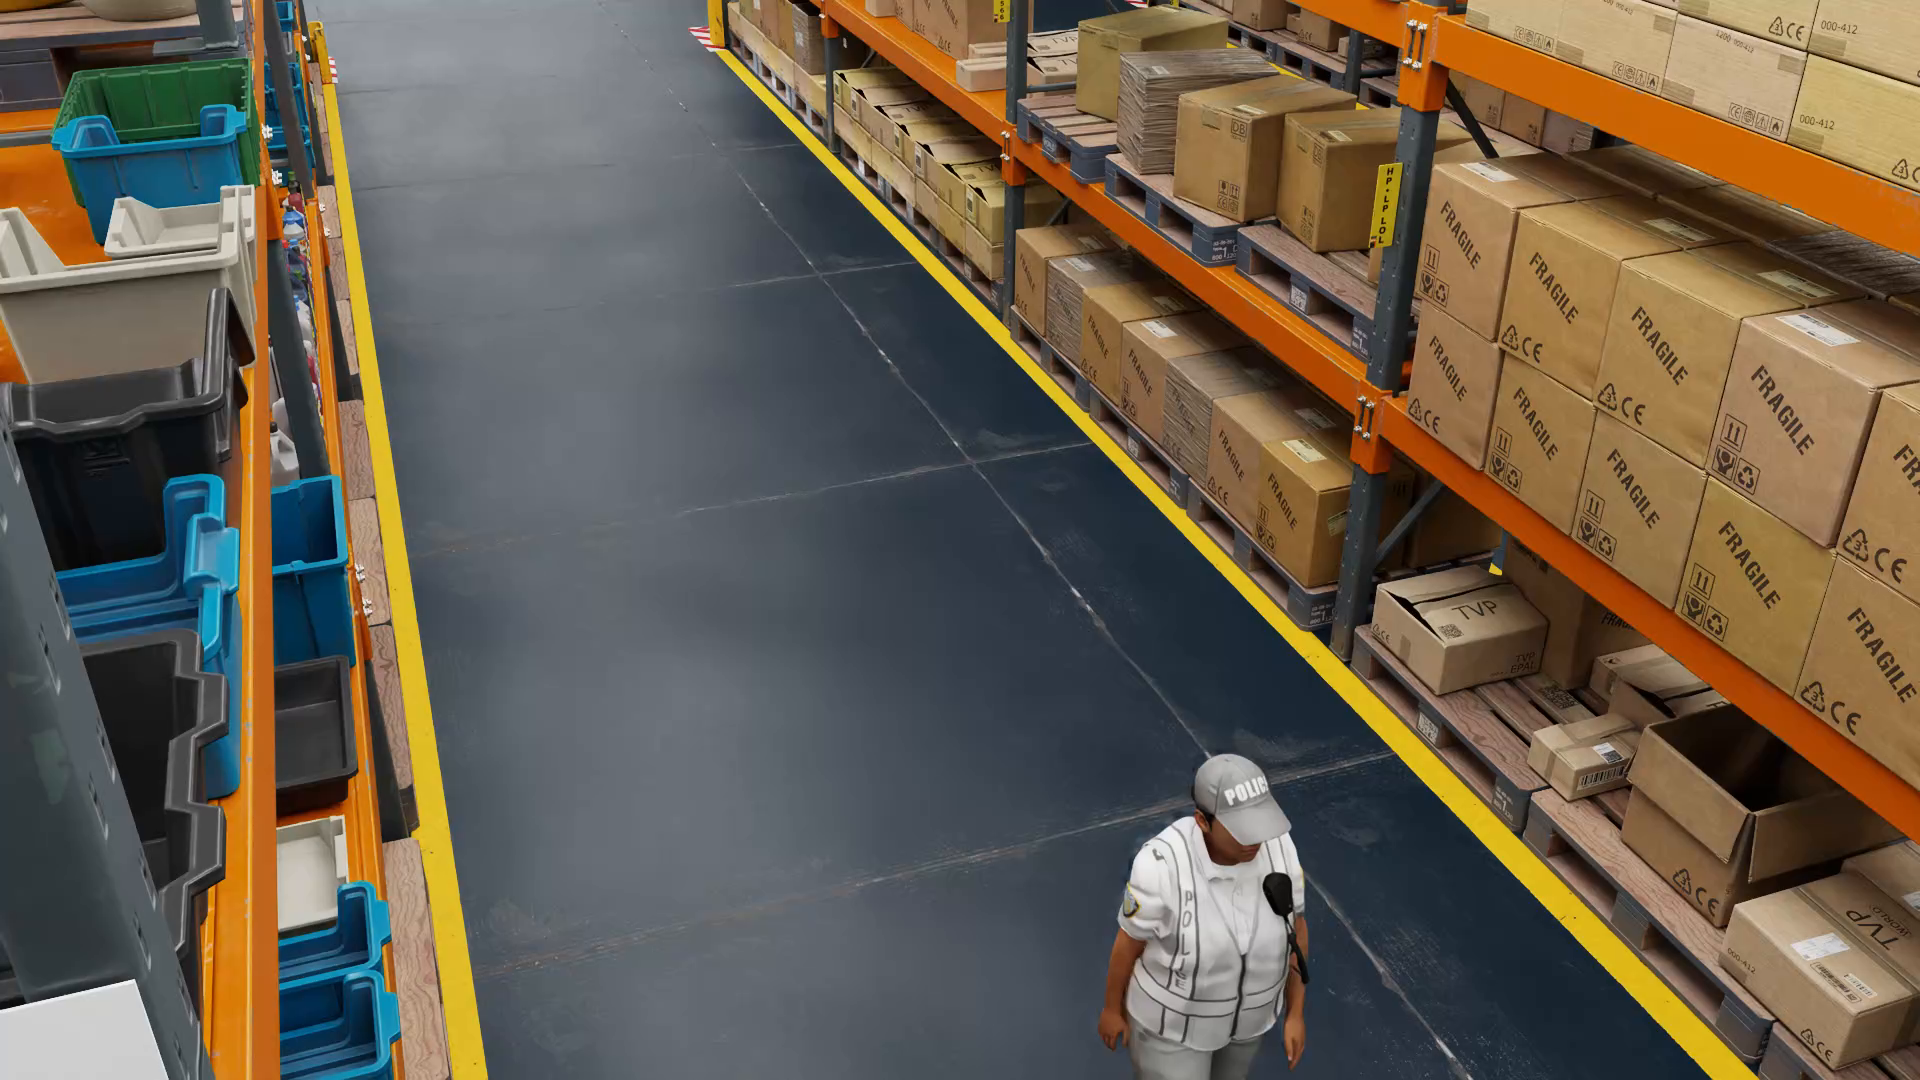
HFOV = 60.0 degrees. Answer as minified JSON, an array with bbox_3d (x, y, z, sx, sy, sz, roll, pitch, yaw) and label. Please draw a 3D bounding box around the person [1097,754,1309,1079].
[{"bbox_3d":[0.657,1.278,4.427,0.525,1.712,0.527,-11,32,-18],"label":"person"}]
